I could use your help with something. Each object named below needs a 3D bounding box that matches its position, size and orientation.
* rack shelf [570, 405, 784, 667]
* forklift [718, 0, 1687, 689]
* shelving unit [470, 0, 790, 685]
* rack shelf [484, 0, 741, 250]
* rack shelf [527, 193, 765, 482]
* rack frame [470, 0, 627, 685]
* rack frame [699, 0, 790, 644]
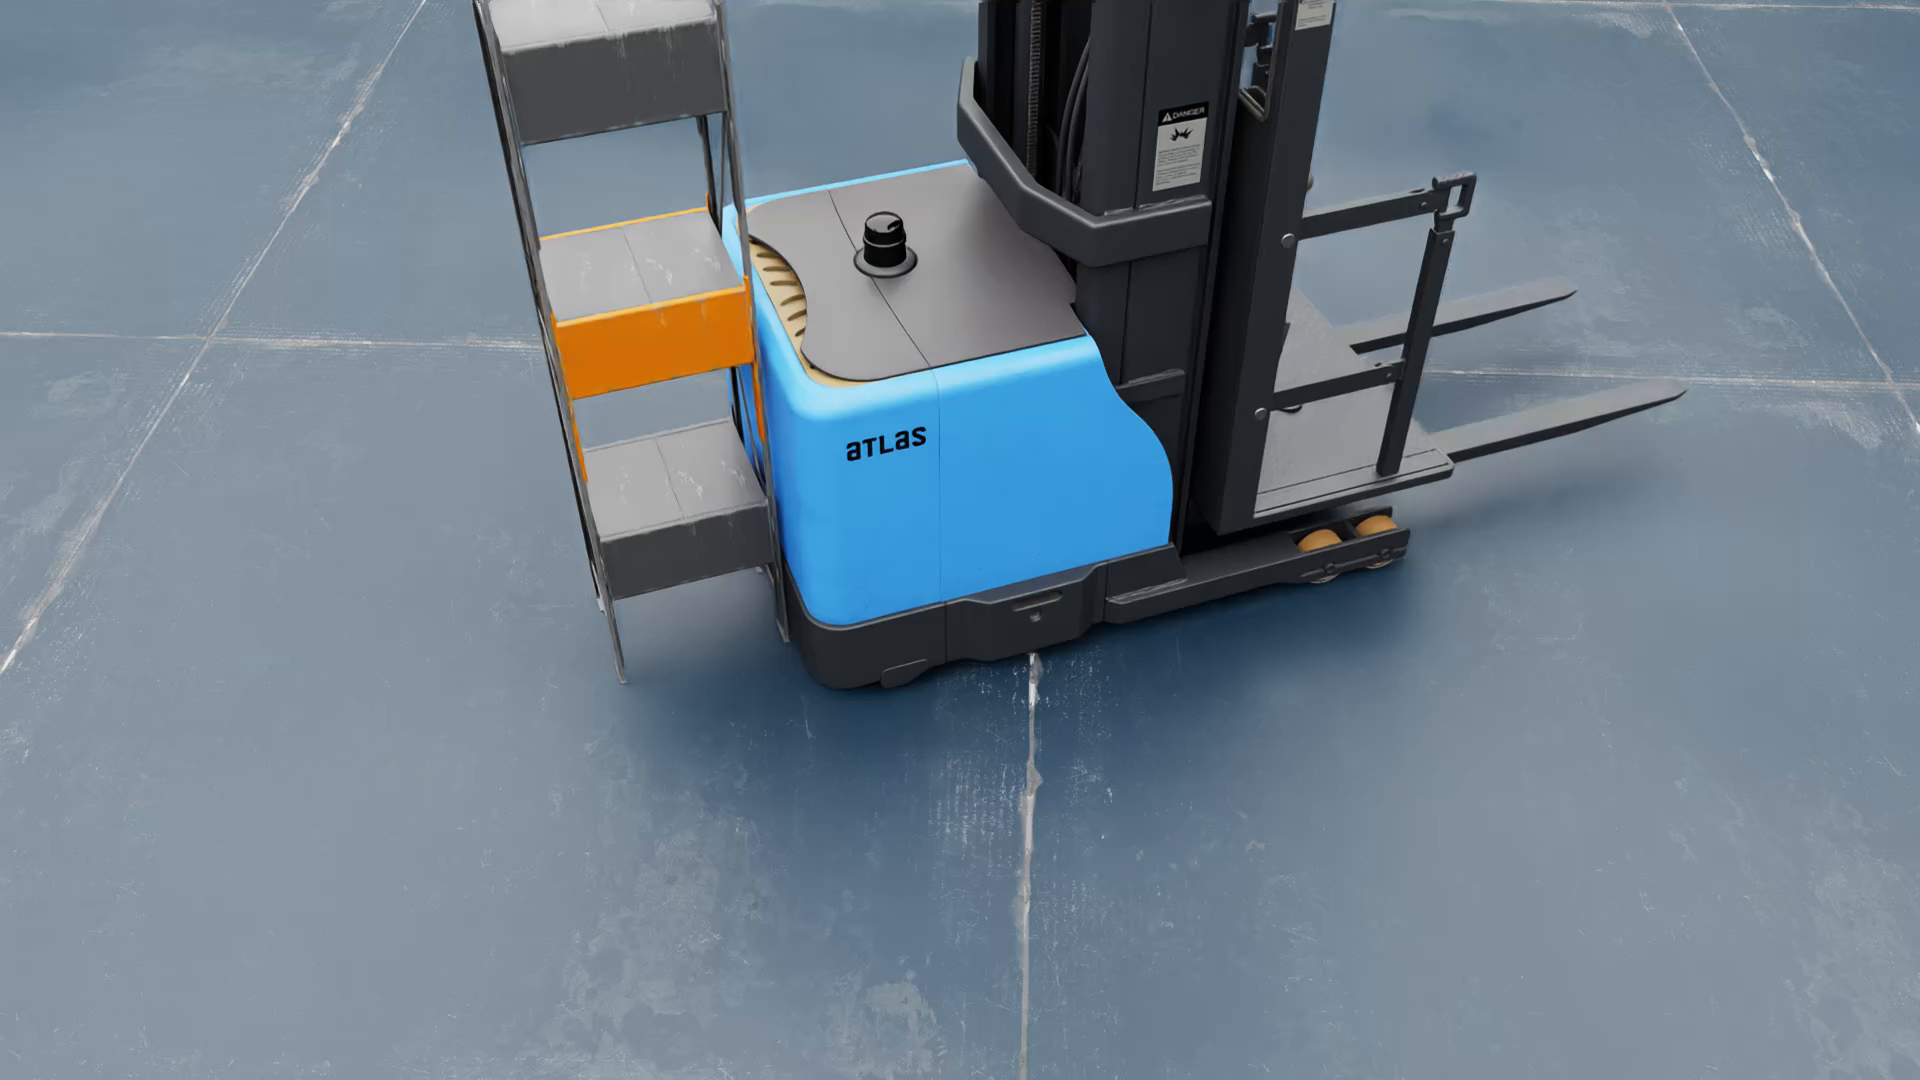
[{"bbox_3d":[-0.808,-0.013,4.770,0.480,0.518,0.431,-14,45,-14],"label":"rack shelf"},{"bbox_3d":[0.851,-1.266,4.458,3.031,2.935,1.130,-14,45,-14],"label":"forklift"},{"bbox_3d":[-0.808,-0.535,4.284,0.503,2.100,0.431,-14,45,-14],"label":"shelving unit"},{"bbox_3d":[-0.808,-1.037,3.816,0.480,0.518,0.431,-14,45,-14],"label":"rack shelf"},{"bbox_3d":[-0.808,-0.525,4.293,0.480,0.518,0.431,-14,45,-14],"label":"rack shelf"},{"bbox_3d":[-1.038,-0.478,4.223,0.015,2.100,0.400,-14,45,-14],"label":"rack frame"},{"bbox_3d":[-0.579,-0.591,4.344,0.015,2.100,0.400,-14,45,-14],"label":"rack frame"}]
